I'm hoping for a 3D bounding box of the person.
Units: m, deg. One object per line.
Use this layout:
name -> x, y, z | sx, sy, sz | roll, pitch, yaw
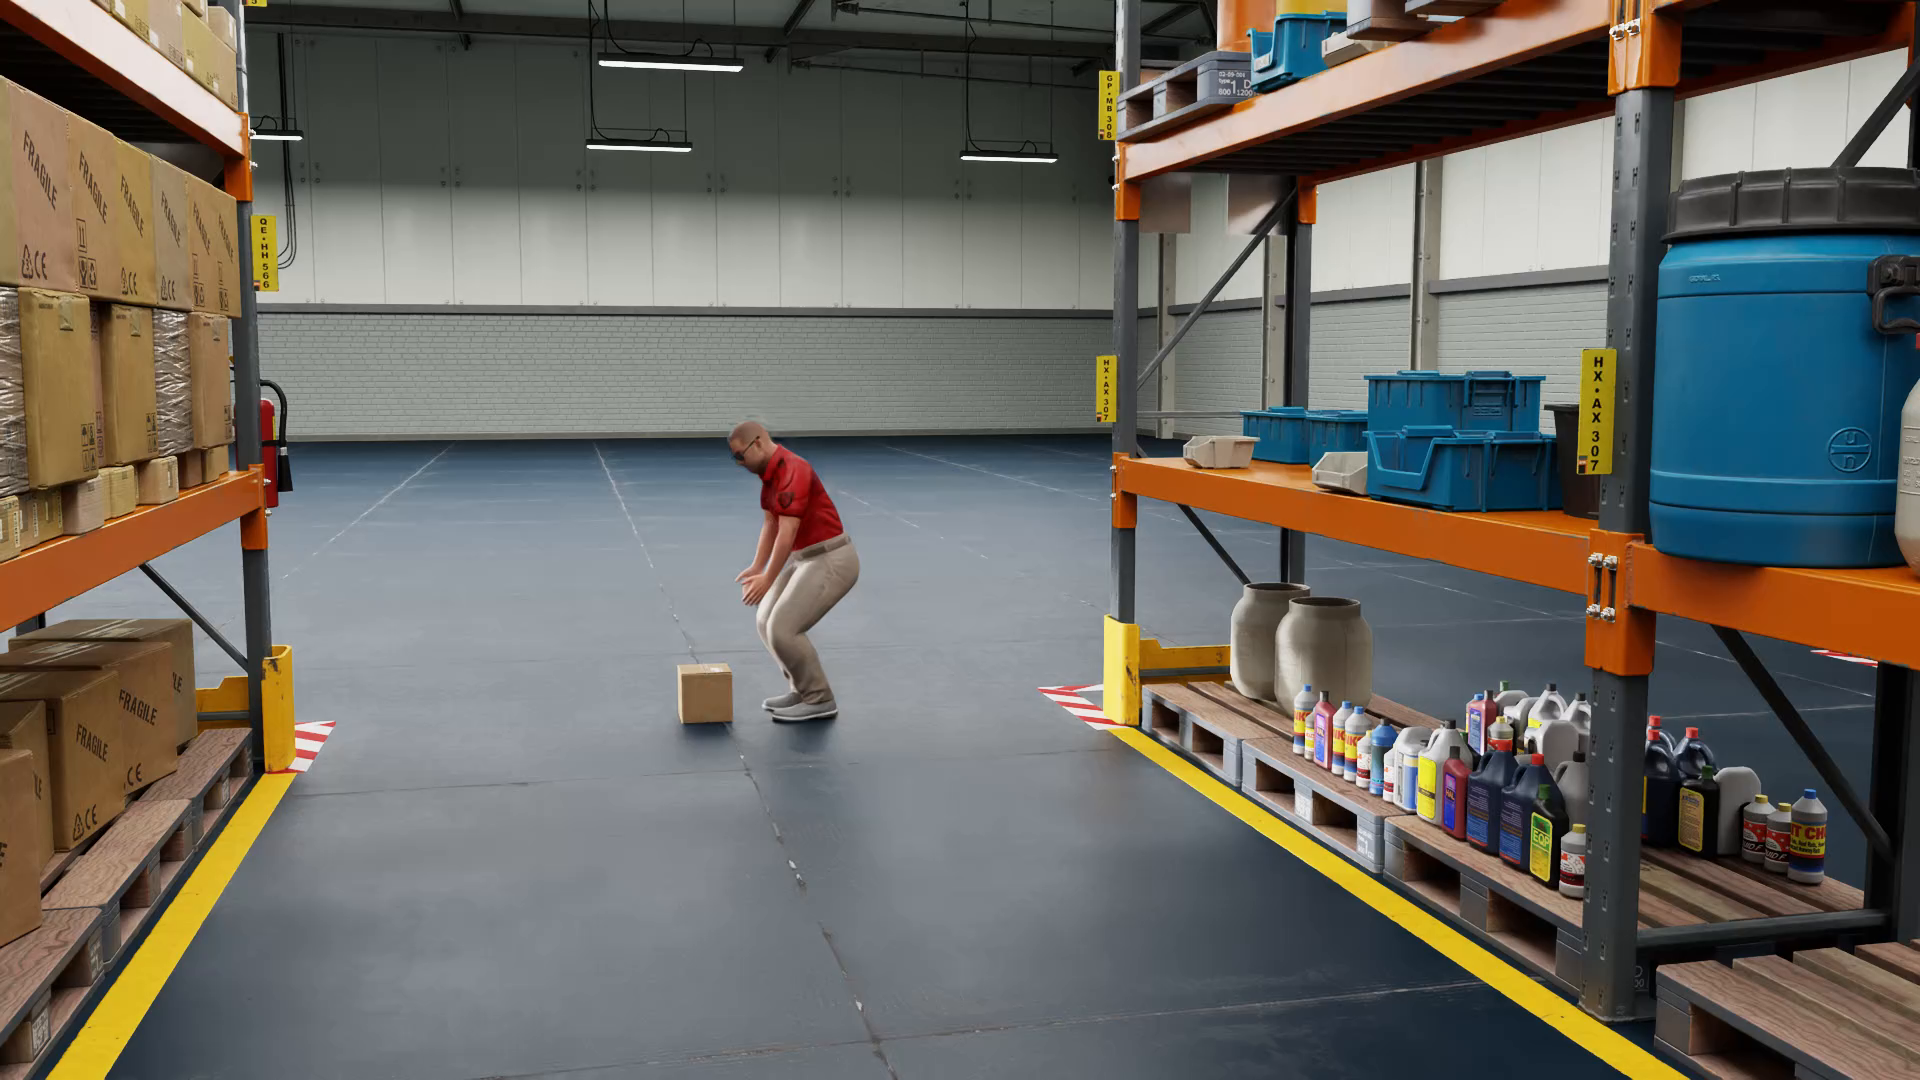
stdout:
person -> -0.821, 0.147, 8.311 | 0.644, 1.494, 0.587 | -1, 6, -13
